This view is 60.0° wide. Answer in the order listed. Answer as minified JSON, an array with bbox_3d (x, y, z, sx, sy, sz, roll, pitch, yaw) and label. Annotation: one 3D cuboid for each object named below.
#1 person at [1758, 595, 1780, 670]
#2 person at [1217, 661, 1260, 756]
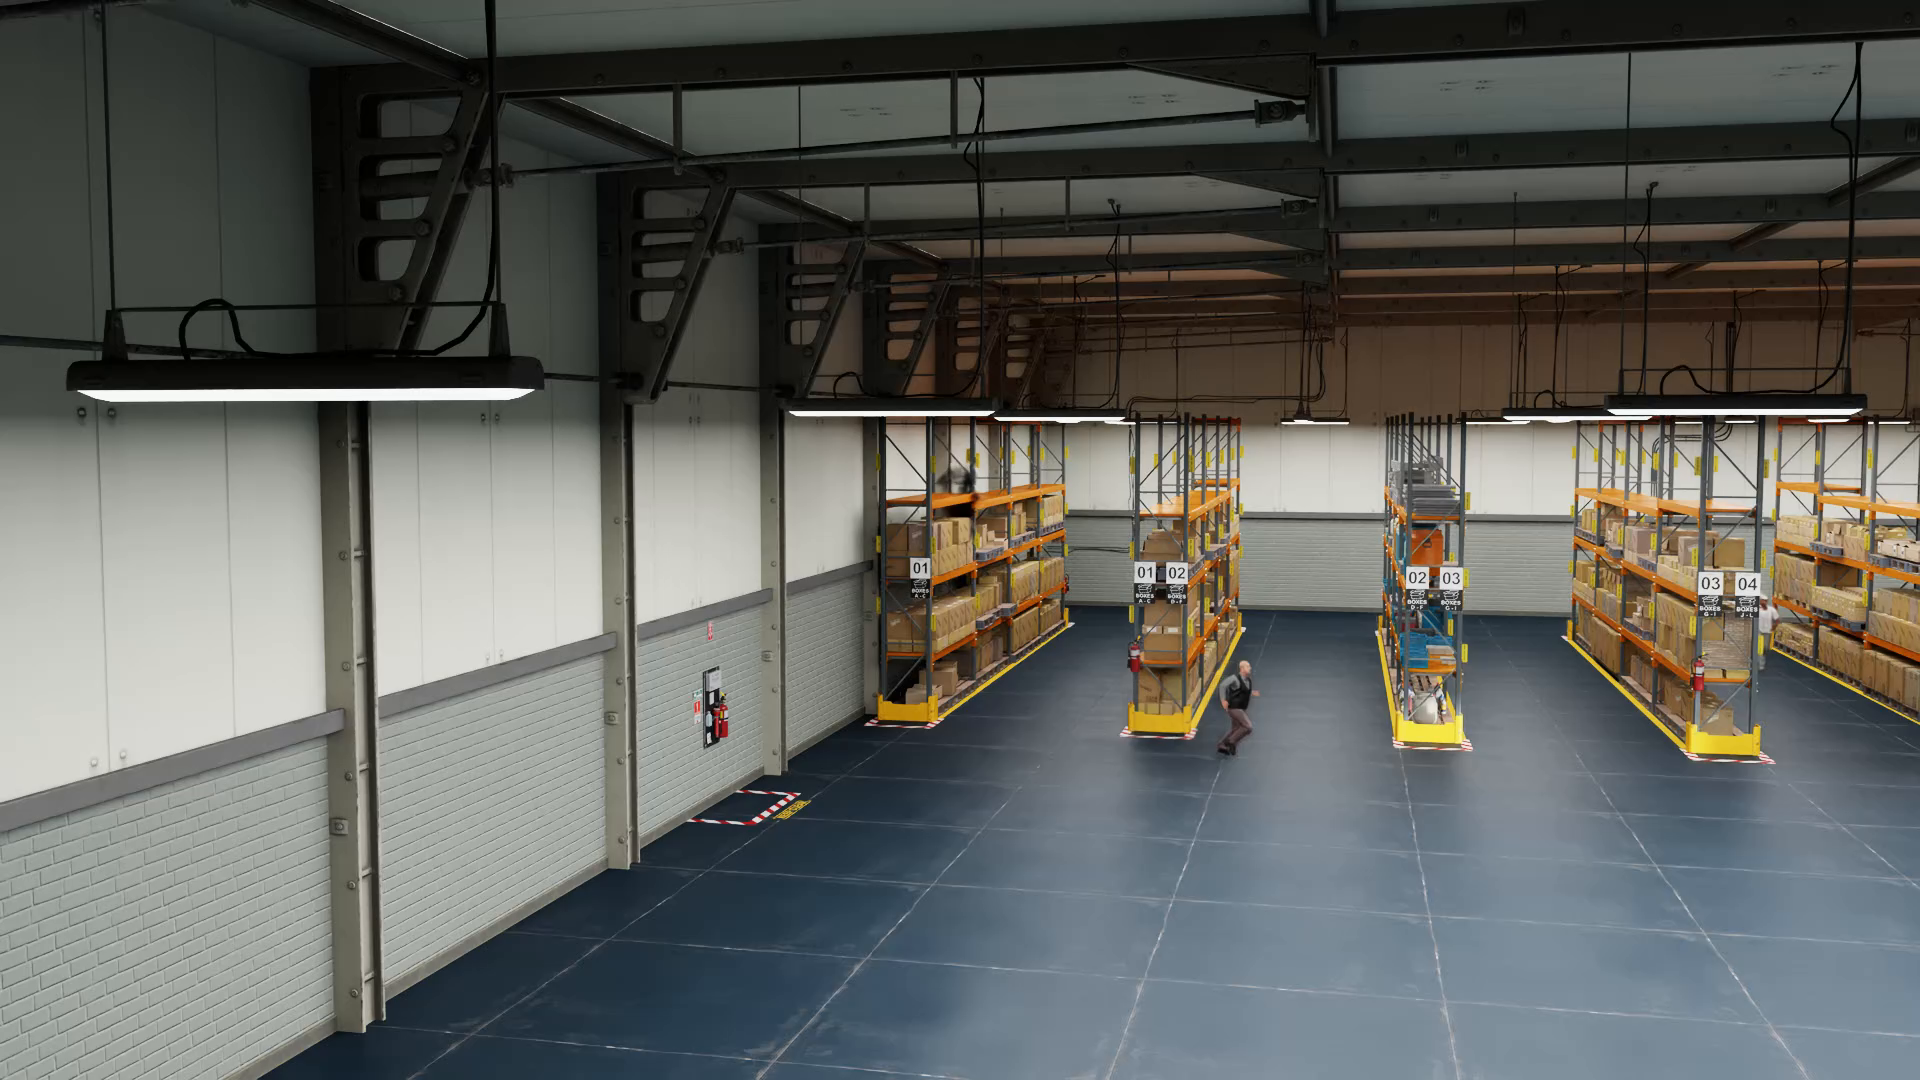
[{"bbox_3d":[19.112,2.182,39.583,0.711,1.762,0.872,1,4,18],"label":"person"},{"bbox_3d":[4.823,2.914,28.802,0.786,1.652,0.614,3,5,35],"label":"person"}]
